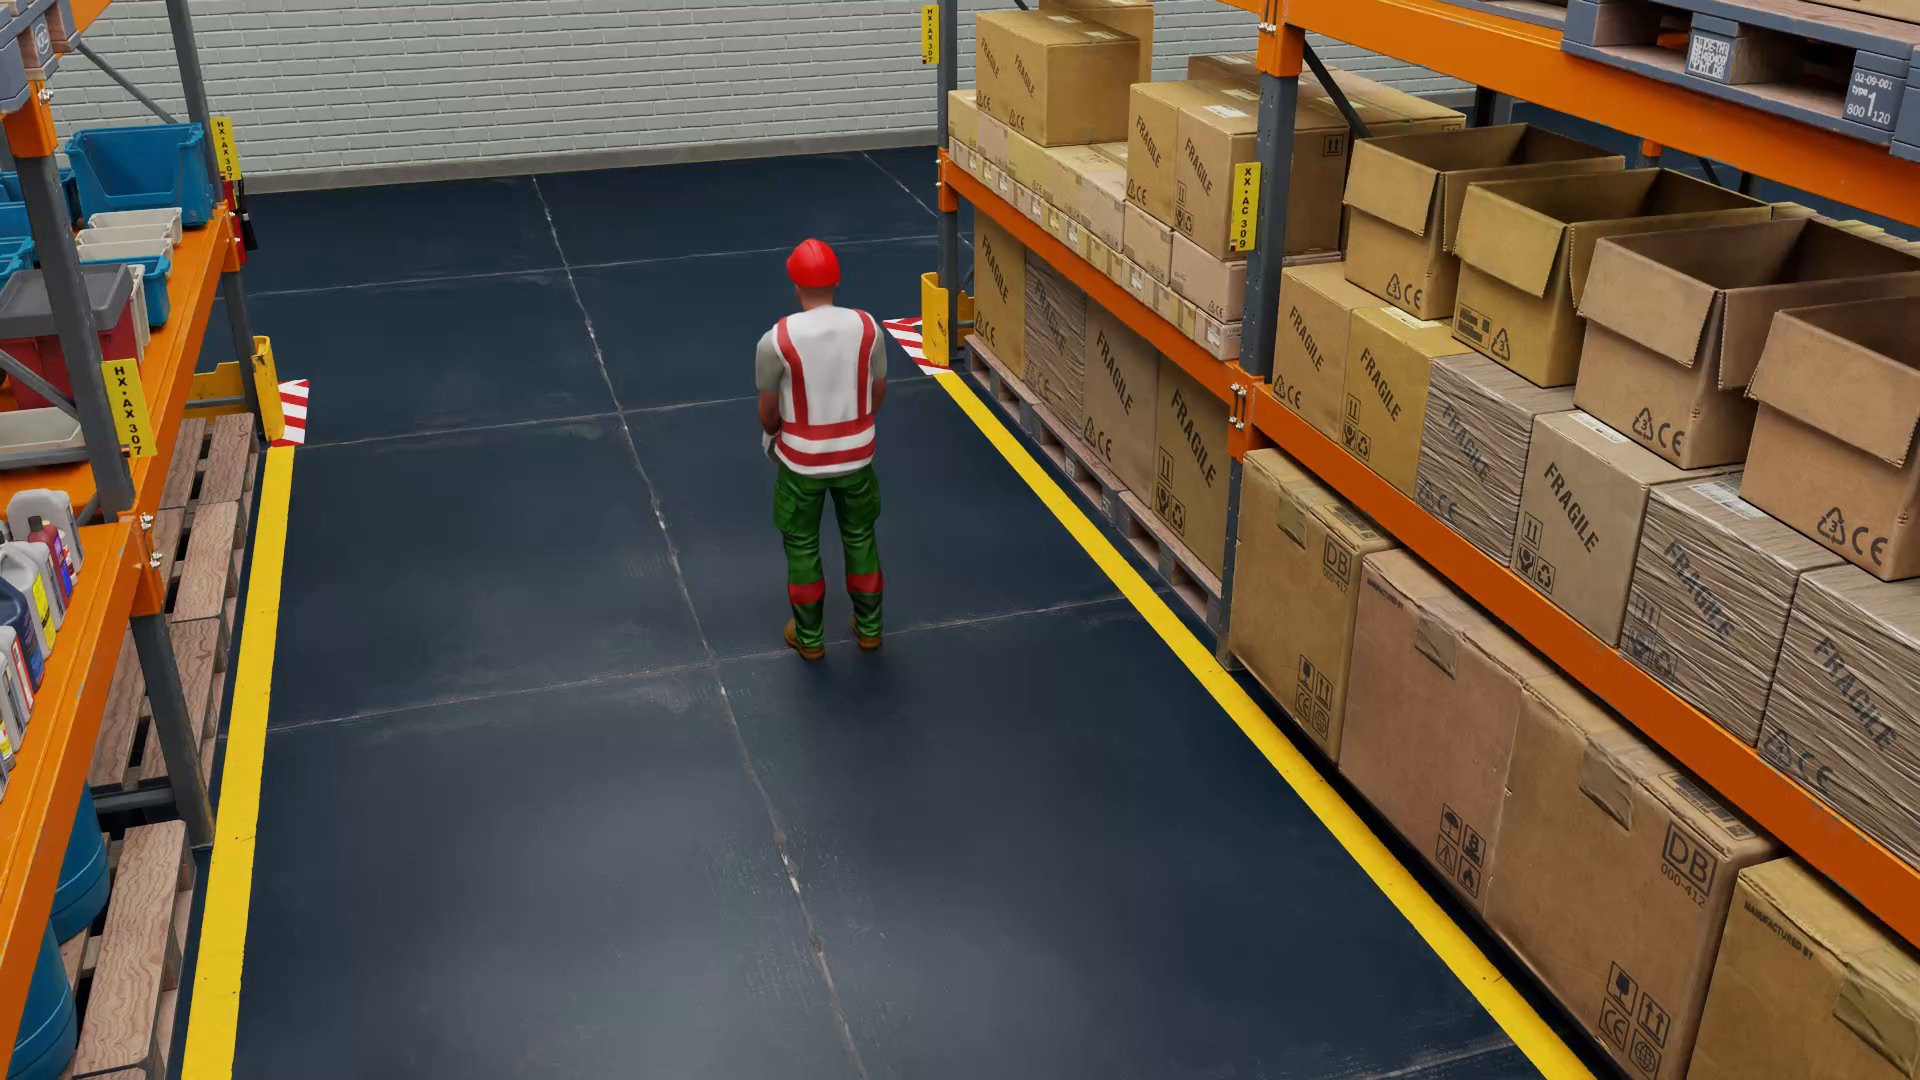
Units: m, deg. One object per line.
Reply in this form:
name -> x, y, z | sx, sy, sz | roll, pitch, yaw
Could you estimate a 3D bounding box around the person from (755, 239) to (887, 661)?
person -> -0.567, -0.362, 6.821 | 0.535, 1.792, 0.462 | -9, 27, -17
